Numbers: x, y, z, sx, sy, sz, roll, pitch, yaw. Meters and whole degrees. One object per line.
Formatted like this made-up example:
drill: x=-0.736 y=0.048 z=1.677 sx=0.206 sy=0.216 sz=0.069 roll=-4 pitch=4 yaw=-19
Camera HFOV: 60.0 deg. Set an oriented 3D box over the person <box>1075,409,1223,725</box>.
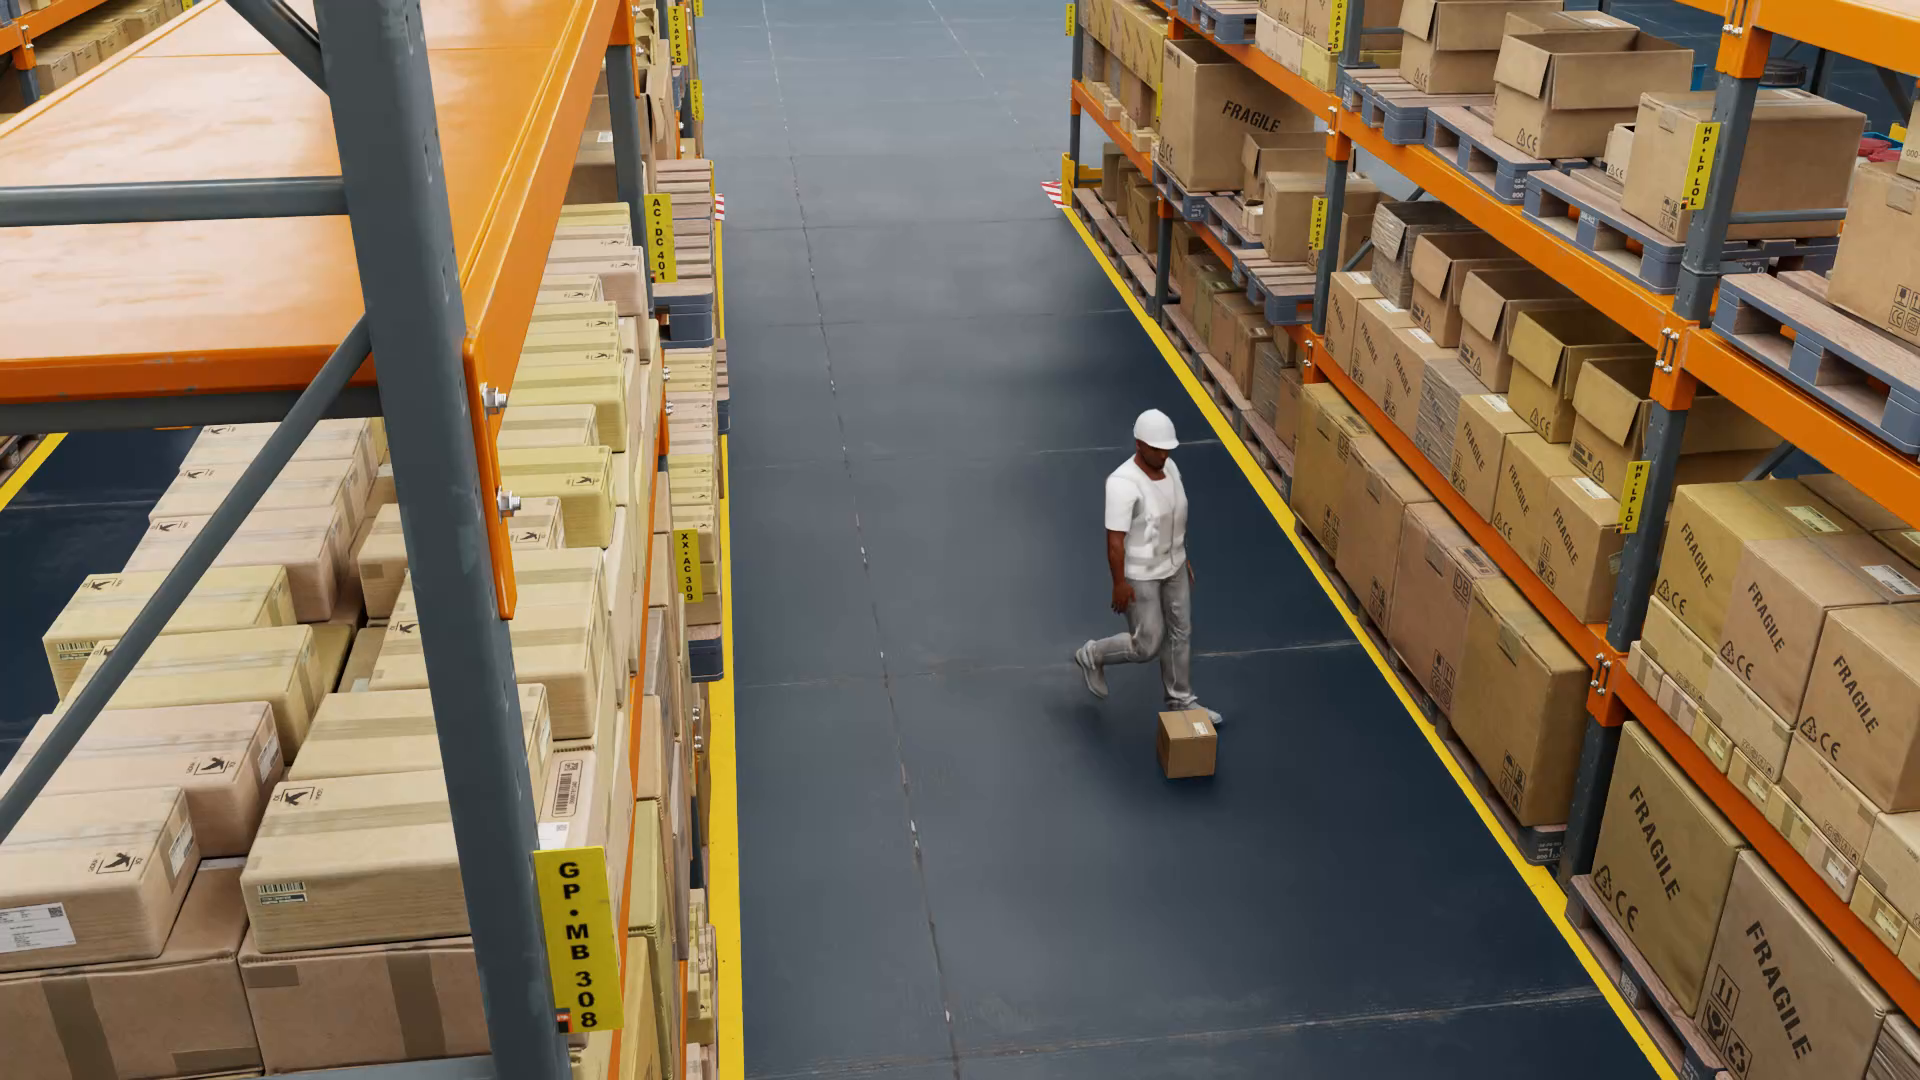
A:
person: x=1.043 y=0.162 z=8.782 sx=0.805 sy=1.746 sz=0.603 roll=22 pitch=35 yaw=37
